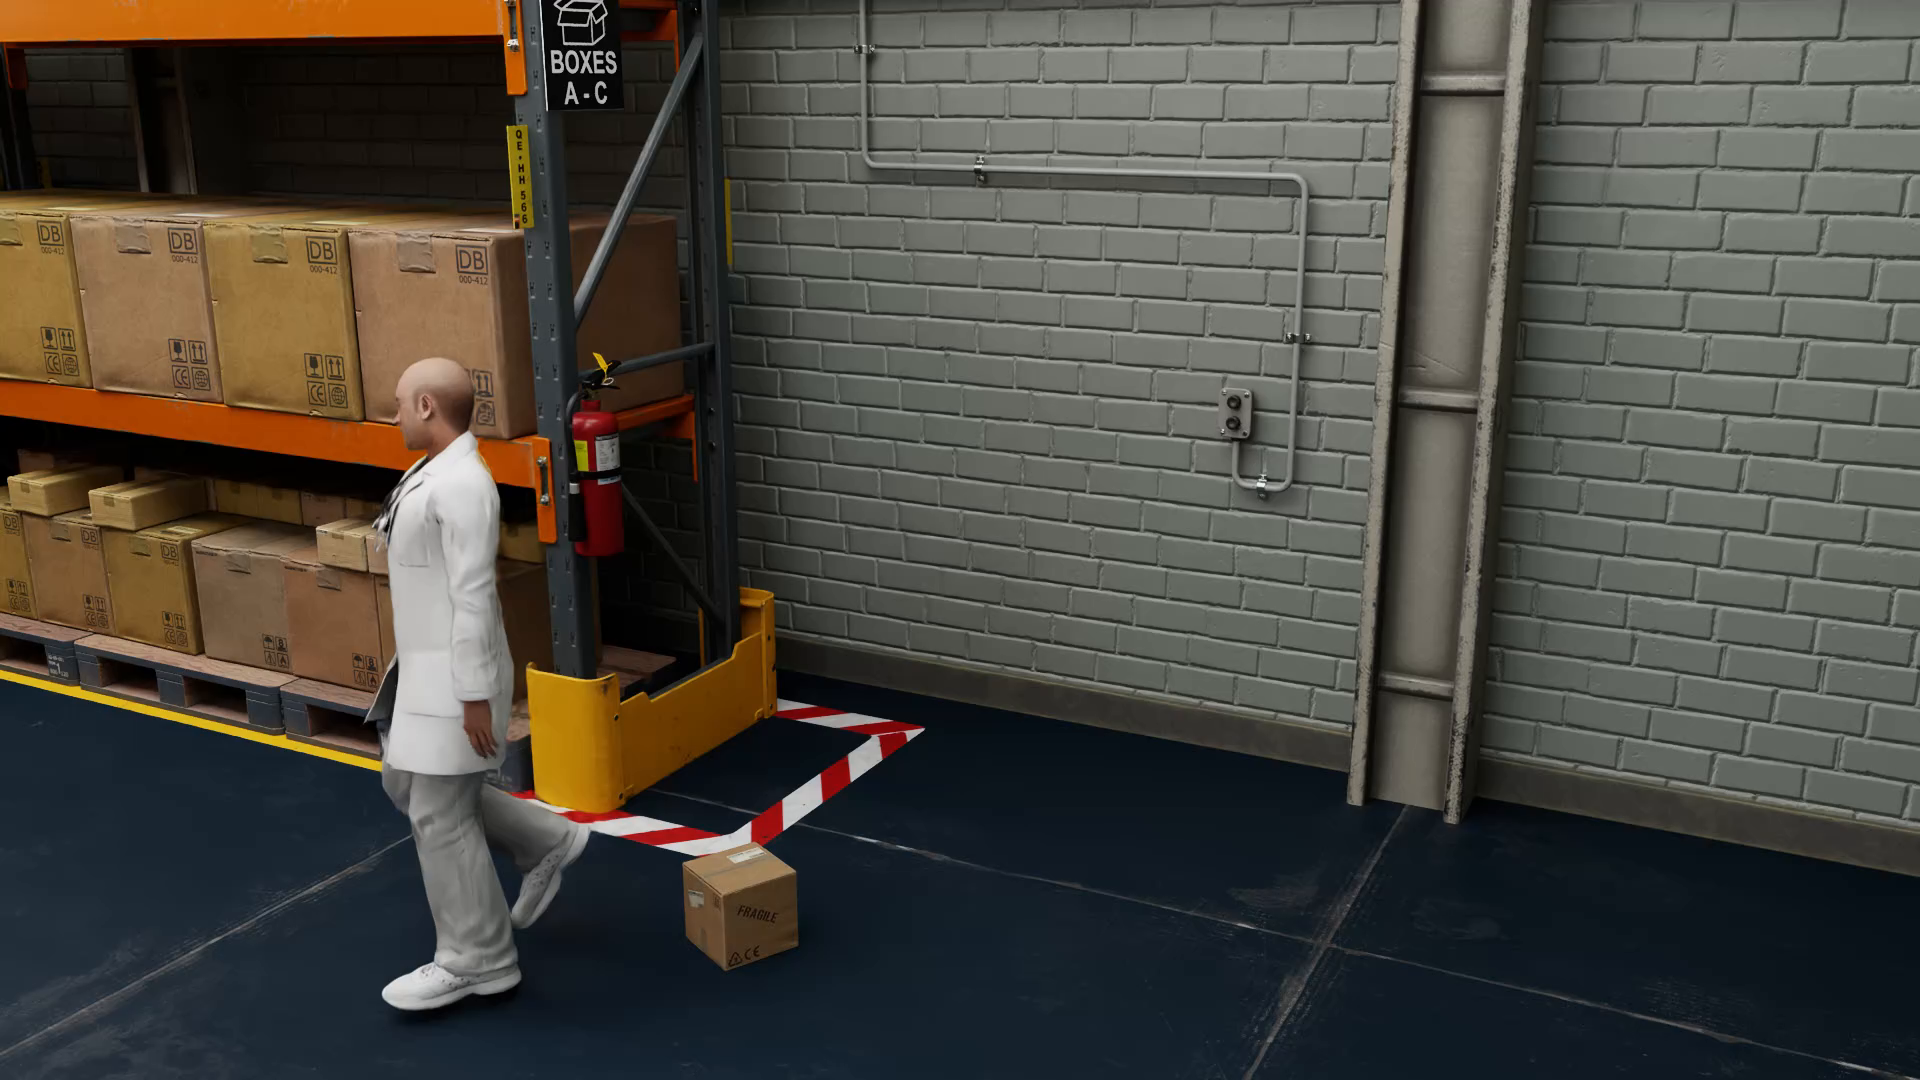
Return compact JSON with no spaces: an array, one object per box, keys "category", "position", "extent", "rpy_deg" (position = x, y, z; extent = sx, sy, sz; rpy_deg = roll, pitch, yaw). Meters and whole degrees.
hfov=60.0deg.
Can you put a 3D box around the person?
[{"category":"person","position":[-1.376,0.370,4.651],"extent":[0.629,1.755,0.599],"rpy_deg":[-6,17,-21]}]
